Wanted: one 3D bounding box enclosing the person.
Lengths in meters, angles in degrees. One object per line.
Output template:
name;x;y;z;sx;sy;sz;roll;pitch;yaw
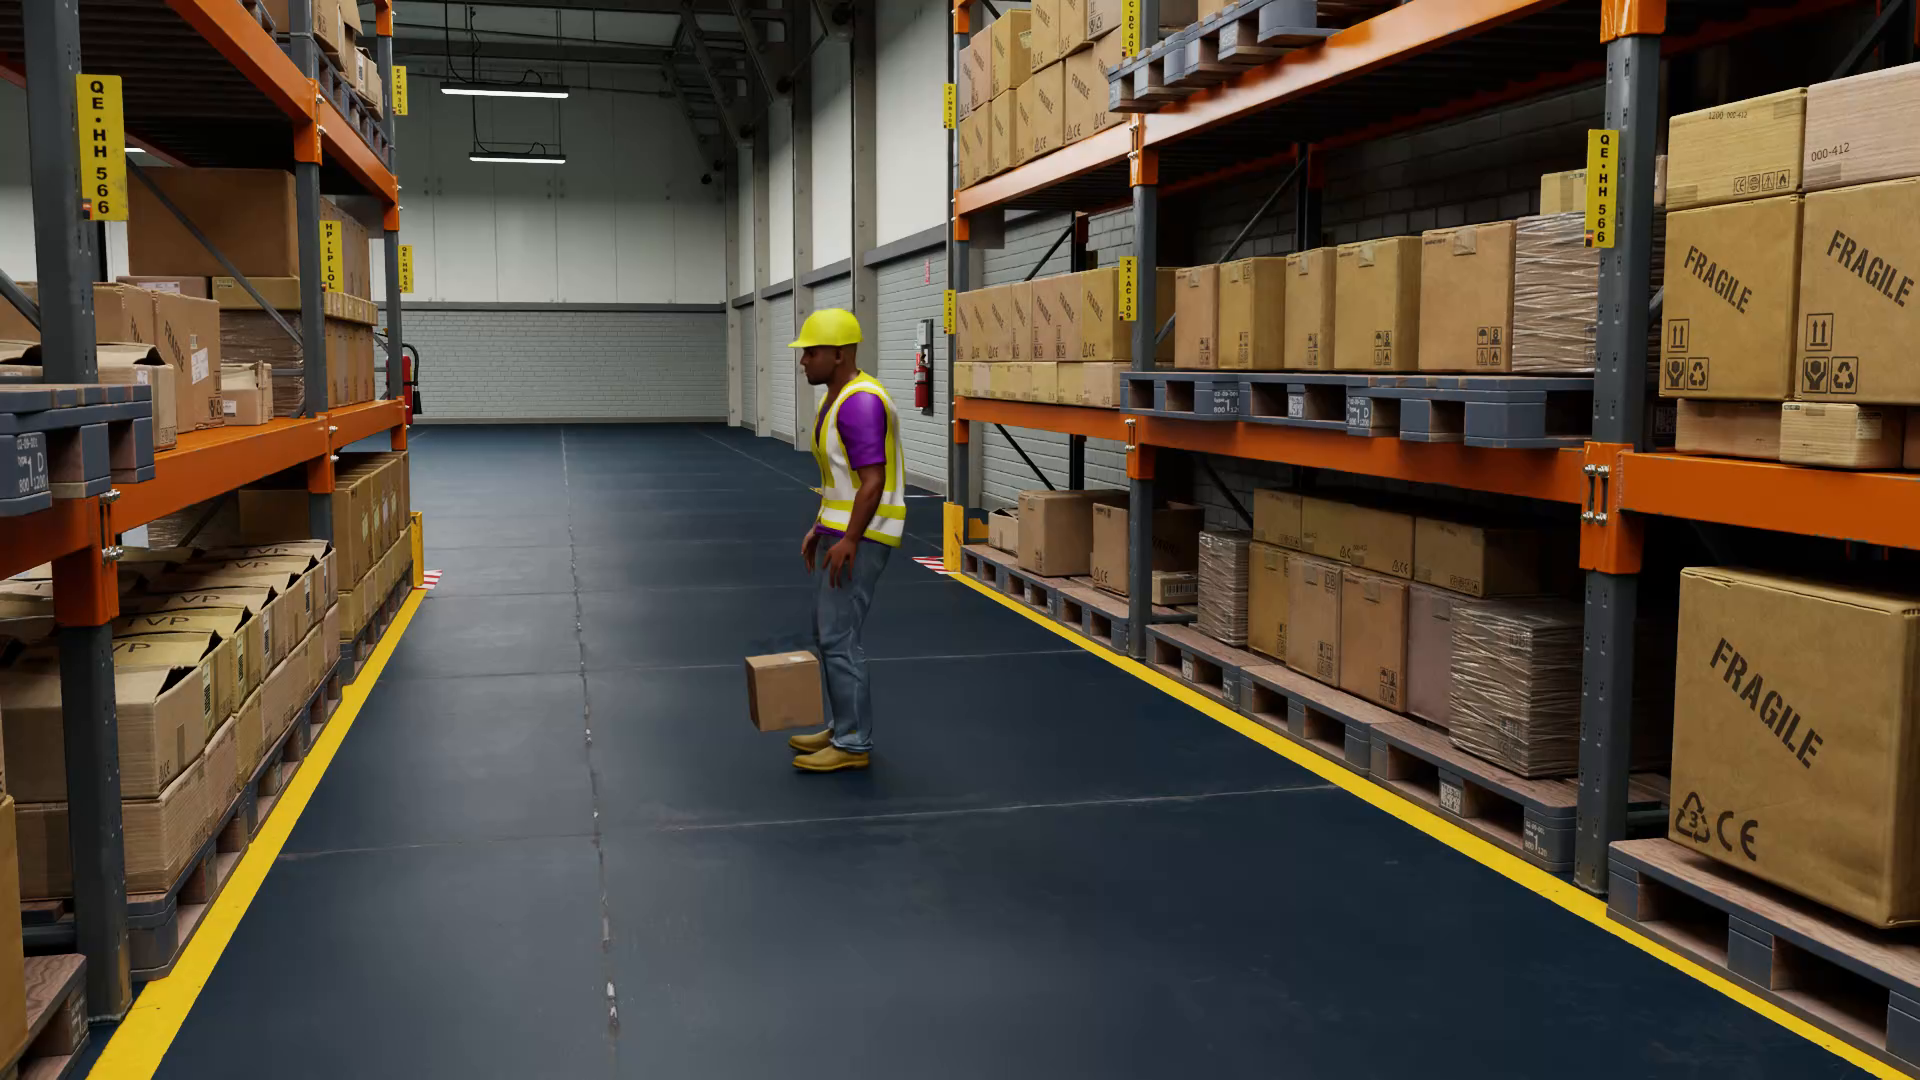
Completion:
person;-0.448;-0.006;6.413;0.457;1.763;0.601;-2;6;-15
